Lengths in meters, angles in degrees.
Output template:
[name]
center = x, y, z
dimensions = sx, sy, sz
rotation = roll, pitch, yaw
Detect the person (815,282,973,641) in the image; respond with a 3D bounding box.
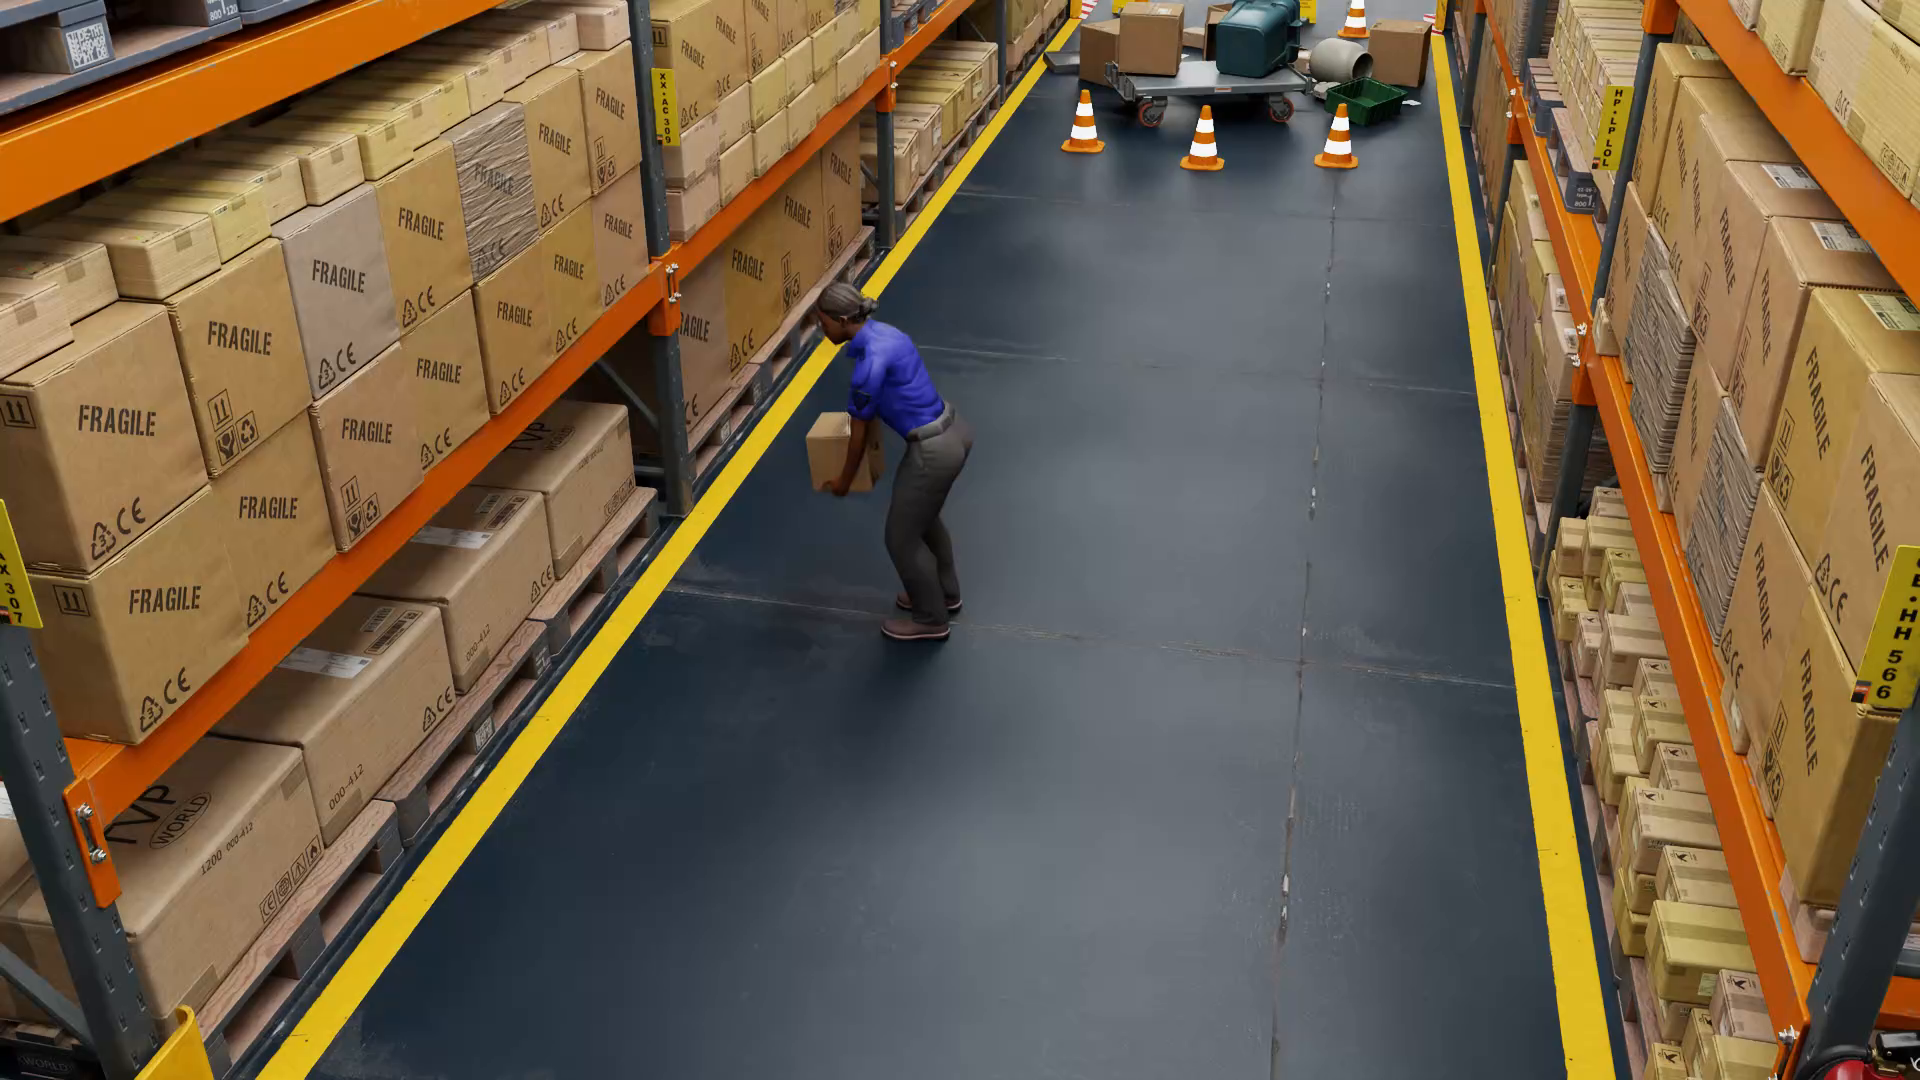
[person]
center = -0.268, -0.324, 6.857
dimensions = 0.614, 1.531, 0.415
rotation = 5, 29, 10
